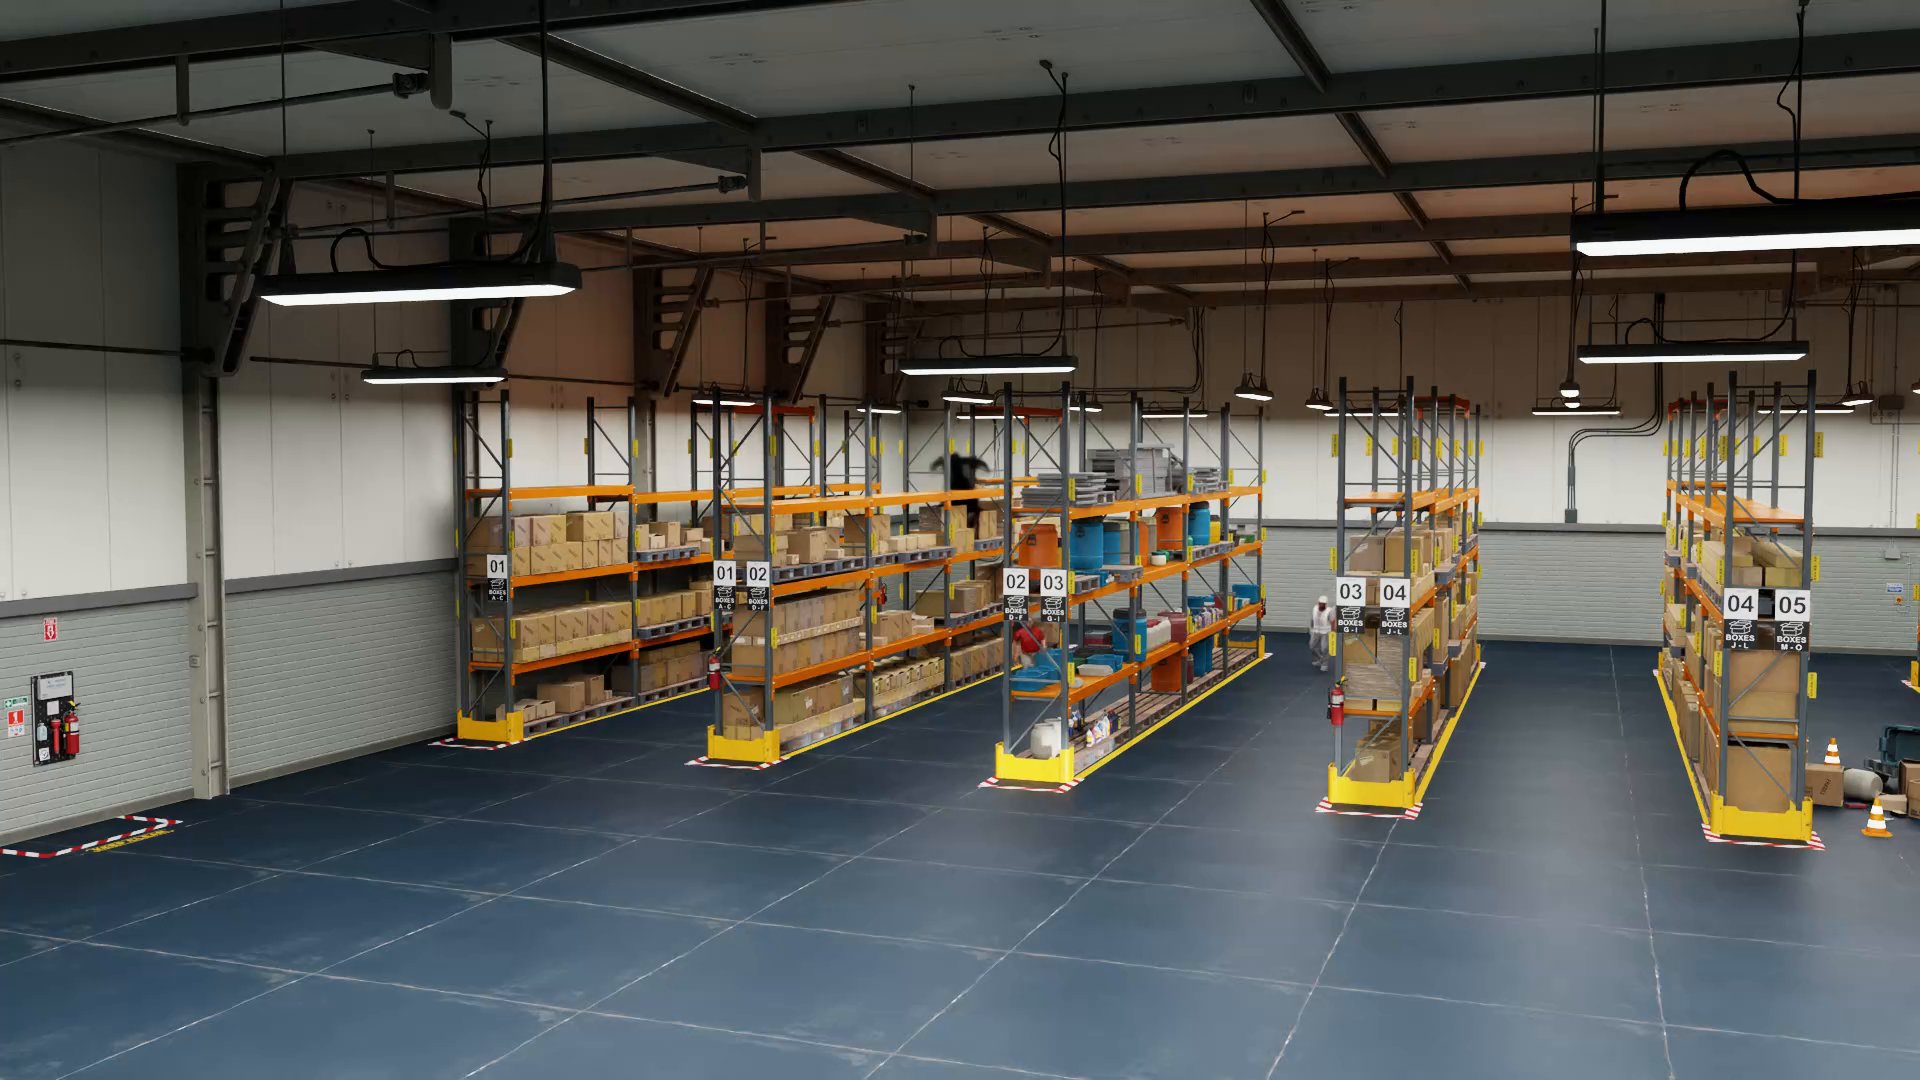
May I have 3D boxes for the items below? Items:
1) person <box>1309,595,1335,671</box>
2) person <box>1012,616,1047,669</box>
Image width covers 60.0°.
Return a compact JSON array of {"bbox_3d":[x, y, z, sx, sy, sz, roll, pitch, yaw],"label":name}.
[{"bbox_3d":[8.115,2.083,37.276,0.746,1.730,0.630,3,4,39],"label":"person"},{"bbox_3d":[1.448,2.370,33.469,0.692,1.701,0.832,-1,3,-23],"label":"person"}]
